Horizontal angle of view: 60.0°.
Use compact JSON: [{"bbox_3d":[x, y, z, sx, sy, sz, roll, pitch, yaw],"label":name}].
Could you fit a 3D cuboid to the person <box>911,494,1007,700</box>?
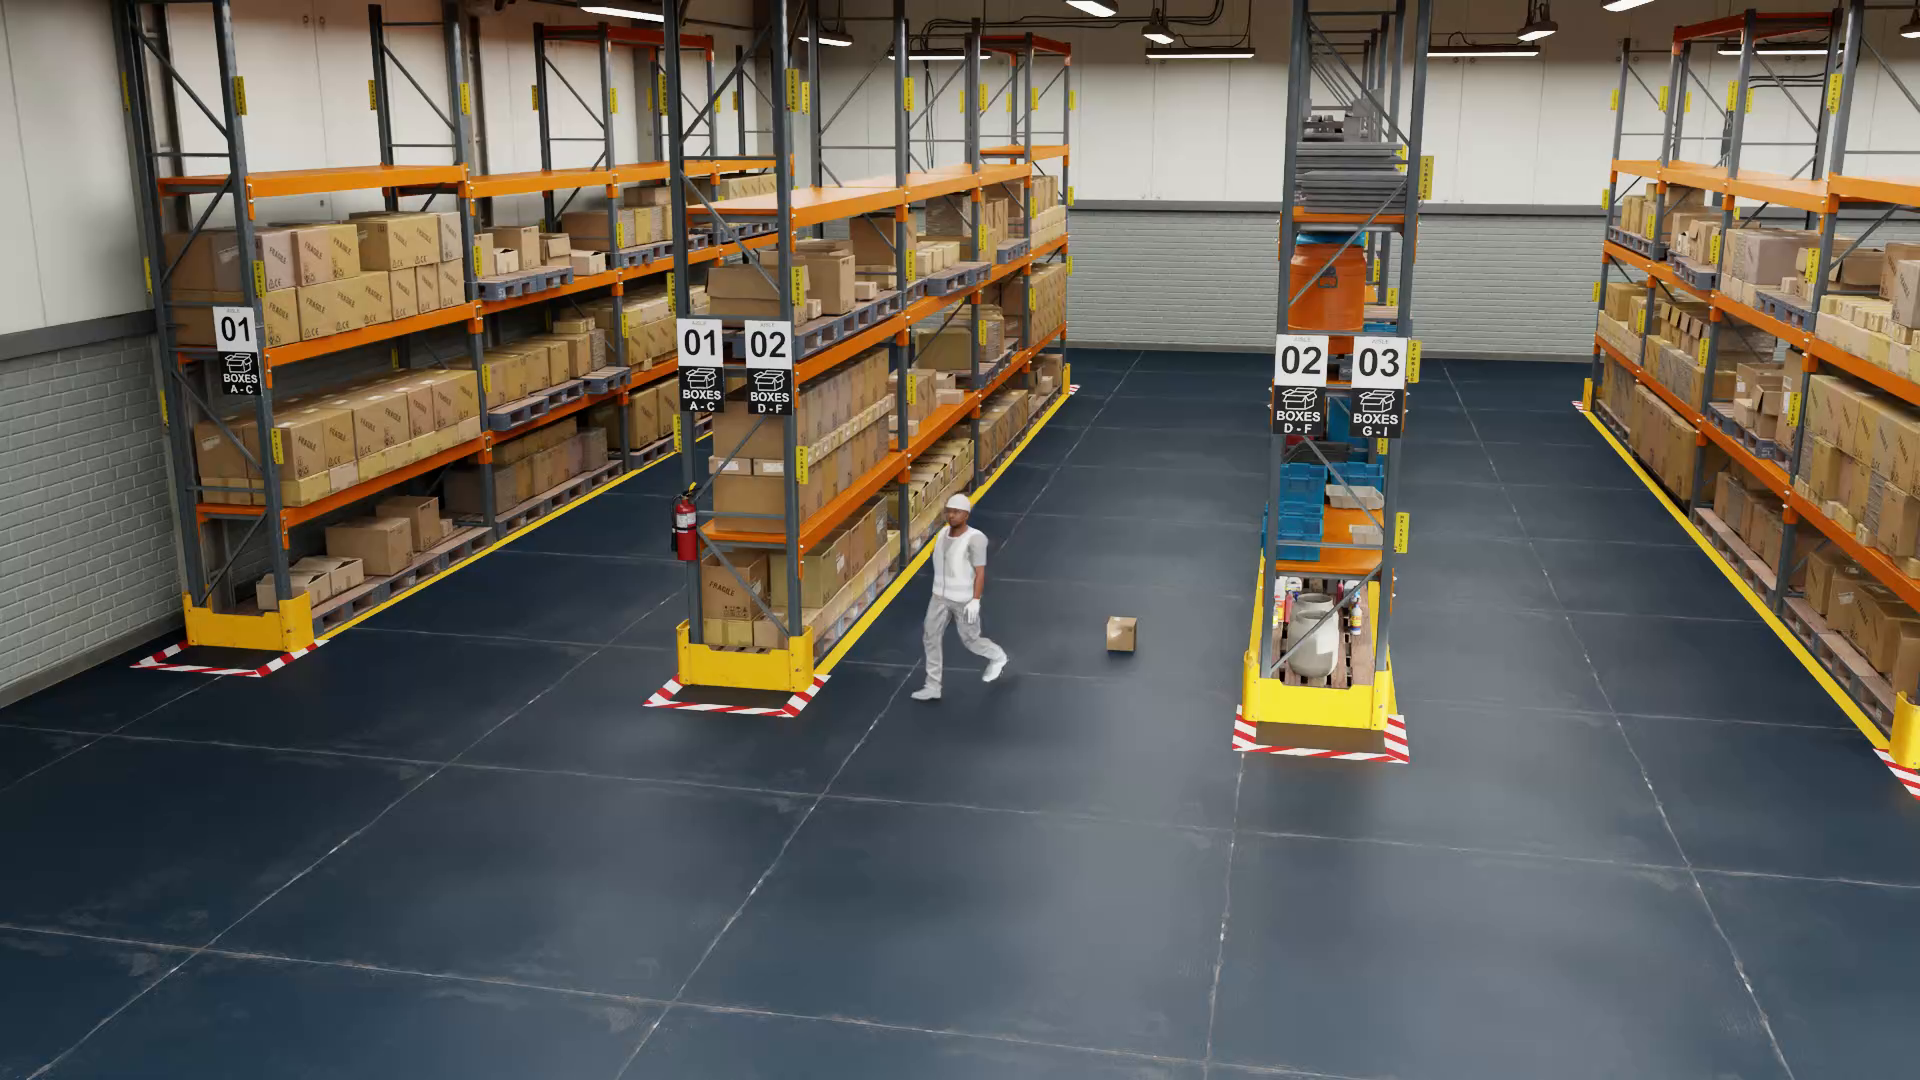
[{"bbox_3d":[-0.004,0.472,14.148,0.587,1.745,0.976,12,19,40],"label":"person"}]
